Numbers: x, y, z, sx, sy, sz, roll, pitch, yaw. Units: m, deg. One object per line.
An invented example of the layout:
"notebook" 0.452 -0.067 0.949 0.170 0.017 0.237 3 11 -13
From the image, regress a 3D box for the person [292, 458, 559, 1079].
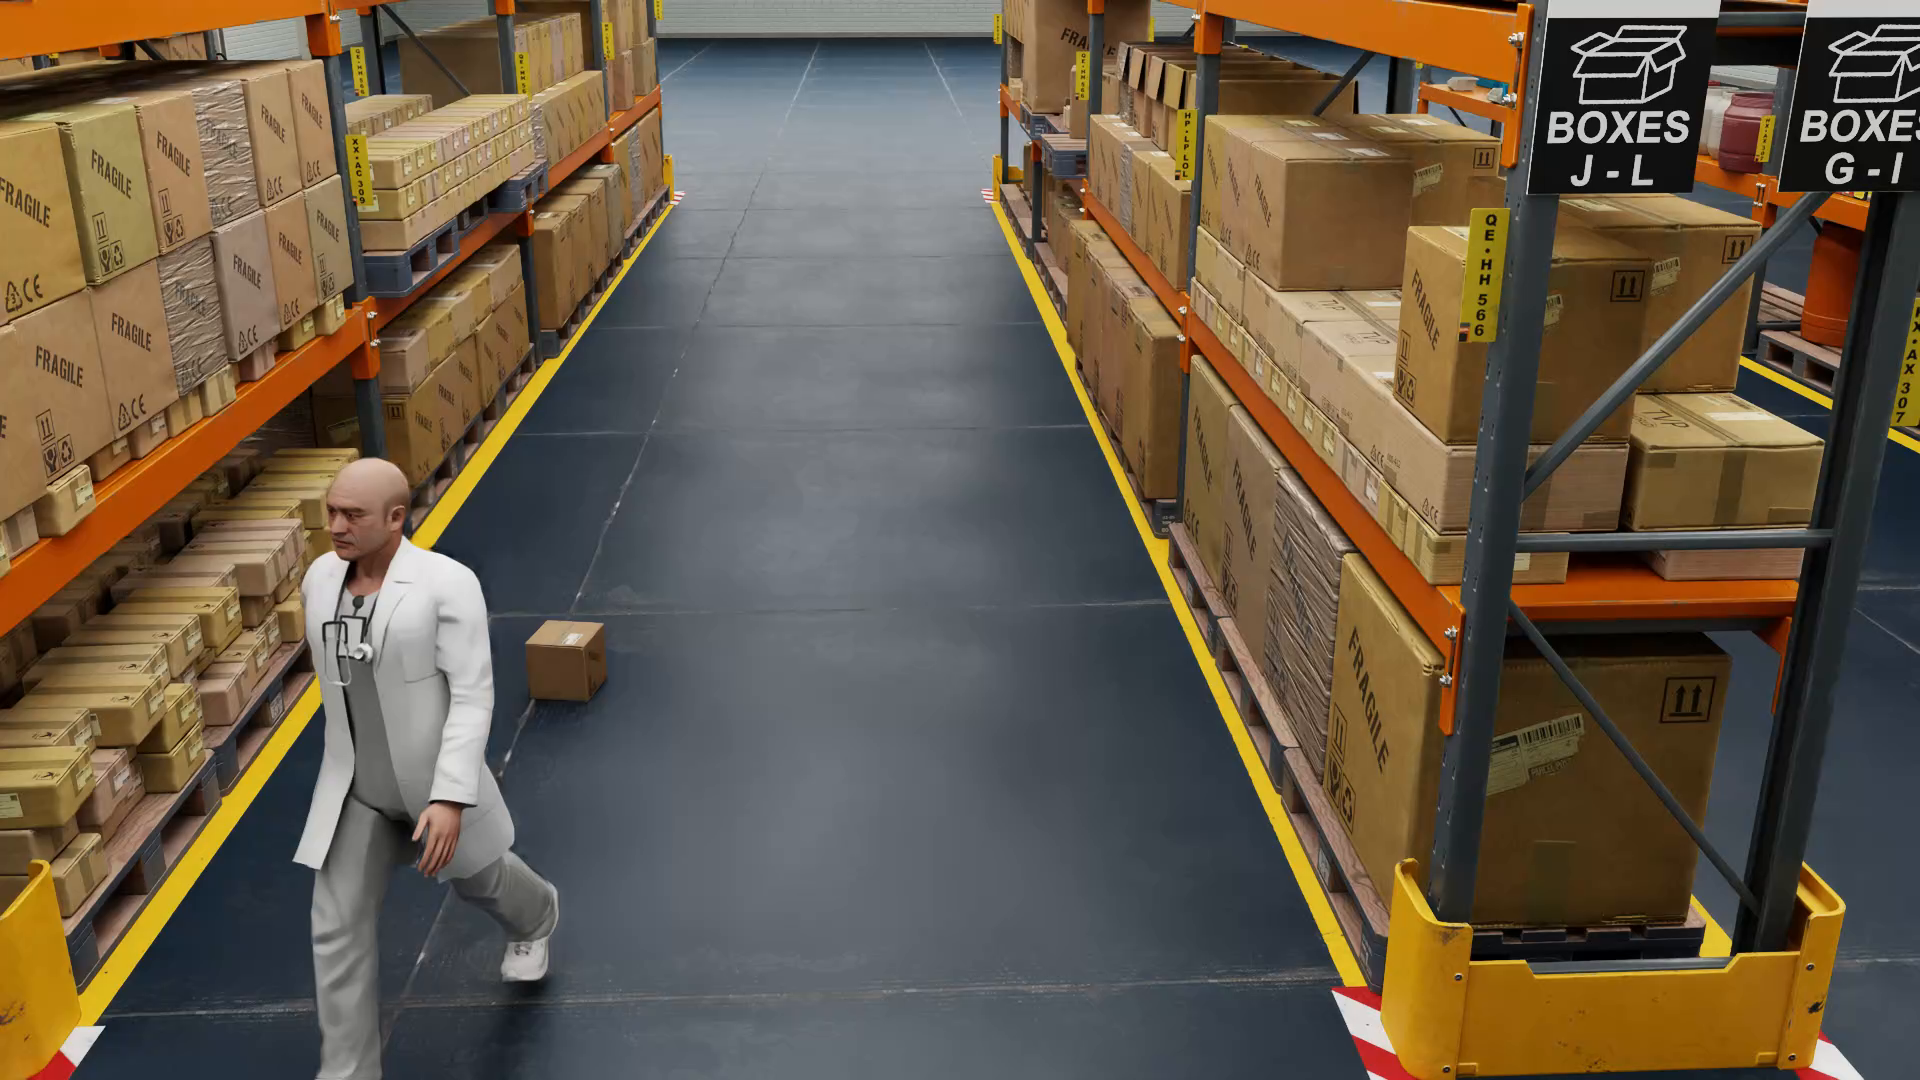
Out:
"person" -1.457 0.621 4.393 0.574 1.726 1.146 4 20 10
